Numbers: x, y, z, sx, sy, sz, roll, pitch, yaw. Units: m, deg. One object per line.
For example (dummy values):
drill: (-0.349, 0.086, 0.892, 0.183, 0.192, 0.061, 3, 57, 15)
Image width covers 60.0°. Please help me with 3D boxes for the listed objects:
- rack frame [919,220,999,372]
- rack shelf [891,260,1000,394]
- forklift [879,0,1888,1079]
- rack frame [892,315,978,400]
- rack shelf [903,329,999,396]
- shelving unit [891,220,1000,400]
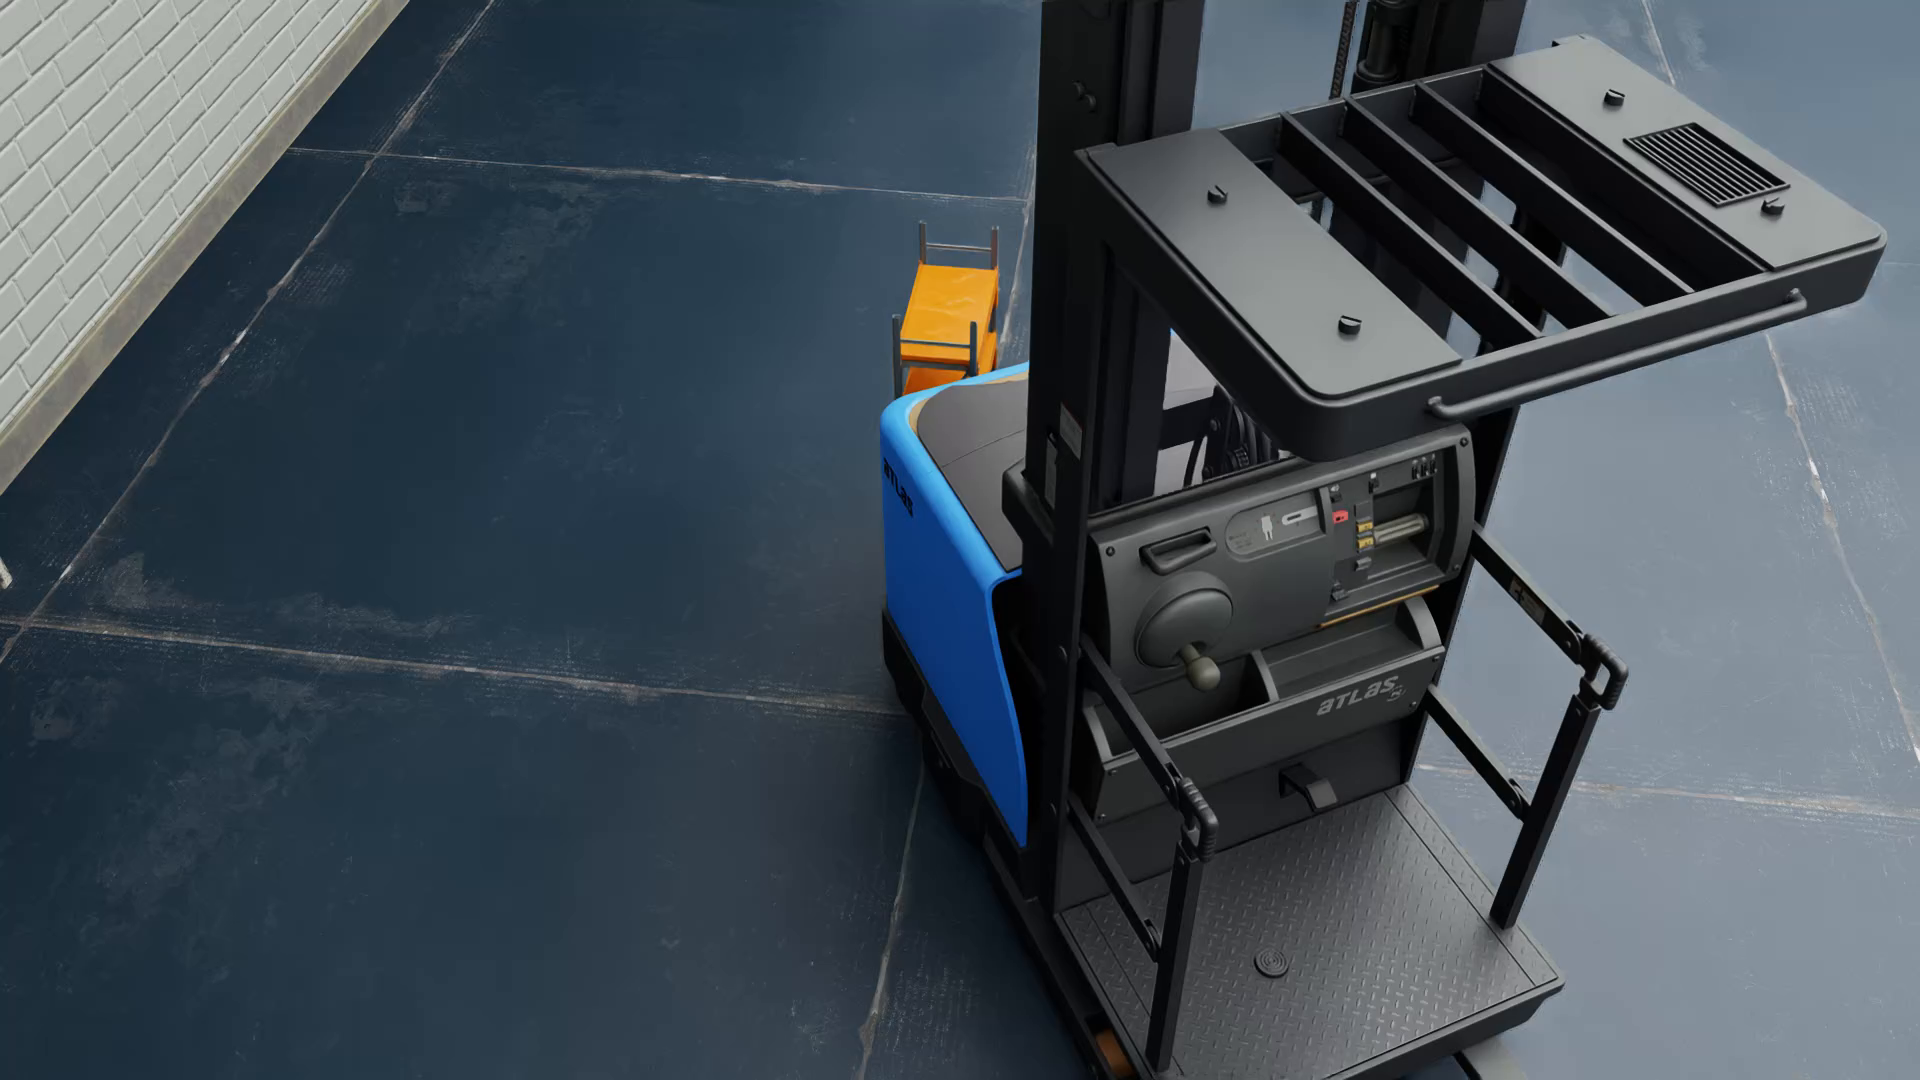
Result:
rack frame: (-0.003, -0.514, 5.420, 0.240, 1.200, 0.015, 5, 44, 6)
rack shelf: (-0.037, -0.633, 4.974, 0.258, 0.148, 0.480, 5, 44, 6)
forklift: (0.811, 0.128, 3.483, 1.130, 2.935, 3.031, -17, 46, -17)
rack frame: (-0.071, -0.182, 5.069, 0.240, 1.200, 0.015, 5, 44, 6)
rack shelf: (-0.037, -0.461, 5.137, 0.258, 0.148, 0.480, 5, 44, 6)
shelving unit: (-0.037, -0.348, 5.245, 0.258, 1.200, 0.503, 5, 44, 6)
